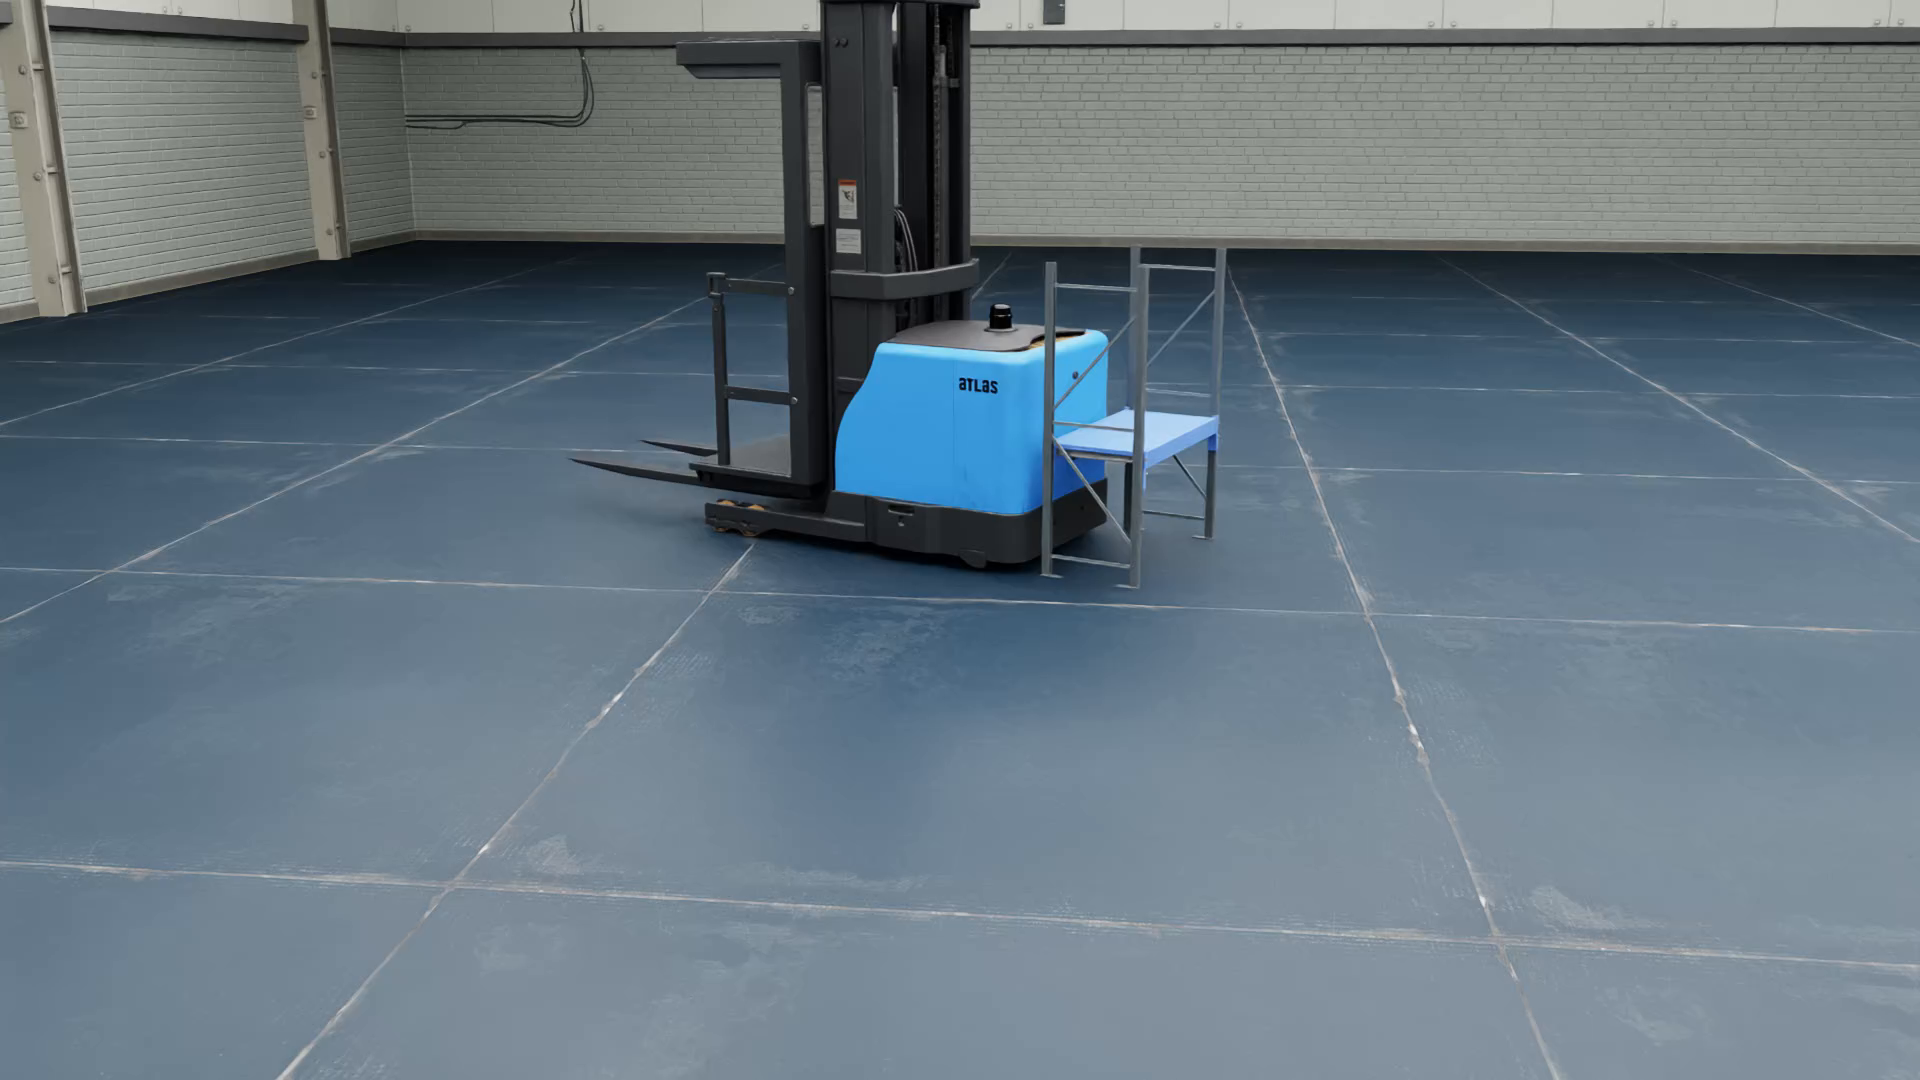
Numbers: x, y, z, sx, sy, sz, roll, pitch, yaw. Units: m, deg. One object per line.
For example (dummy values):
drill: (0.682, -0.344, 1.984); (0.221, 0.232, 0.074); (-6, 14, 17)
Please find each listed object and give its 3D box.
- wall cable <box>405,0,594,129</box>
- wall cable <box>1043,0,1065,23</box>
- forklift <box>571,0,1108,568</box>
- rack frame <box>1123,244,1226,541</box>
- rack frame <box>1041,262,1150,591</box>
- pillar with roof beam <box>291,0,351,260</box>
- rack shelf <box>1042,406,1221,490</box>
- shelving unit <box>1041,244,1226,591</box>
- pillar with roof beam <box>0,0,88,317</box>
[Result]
wall cable: (-7.076, -7.494, 25.084); (3.097, 2.526, 0.112); (2, 15, 6)
wall cable: (2.355, -10.351, 23.186); (2.305, 6.003, 0.169); (2, 15, 6)
forklift: (-0.760, -1.539, 8.740); (3.031, 2.935, 1.130); (9, 17, 29)
rack frame: (1.100, -0.755, 8.582); (0.500, 1.500, 0.032); (8, 17, 27)
rack frame: (0.619, -0.522, 7.718); (0.500, 1.500, 0.032); (8, 17, 27)
pillar with roof beam: (-4.444, -8.141, 21.528); (9.100, 9.000, 0.400); (2, 15, 6)
rack shelf: (0.859, -0.465, 8.197); (0.538, 0.185, 1.000); (8, 17, 27)
shelving unit: (0.859, -0.638, 8.150); (0.538, 1.500, 1.048); (8, 17, 27)
pillar with roof beam: (-5.121, -6.584, 15.773); (9.100, 9.000, 0.400); (2, 15, 6)
